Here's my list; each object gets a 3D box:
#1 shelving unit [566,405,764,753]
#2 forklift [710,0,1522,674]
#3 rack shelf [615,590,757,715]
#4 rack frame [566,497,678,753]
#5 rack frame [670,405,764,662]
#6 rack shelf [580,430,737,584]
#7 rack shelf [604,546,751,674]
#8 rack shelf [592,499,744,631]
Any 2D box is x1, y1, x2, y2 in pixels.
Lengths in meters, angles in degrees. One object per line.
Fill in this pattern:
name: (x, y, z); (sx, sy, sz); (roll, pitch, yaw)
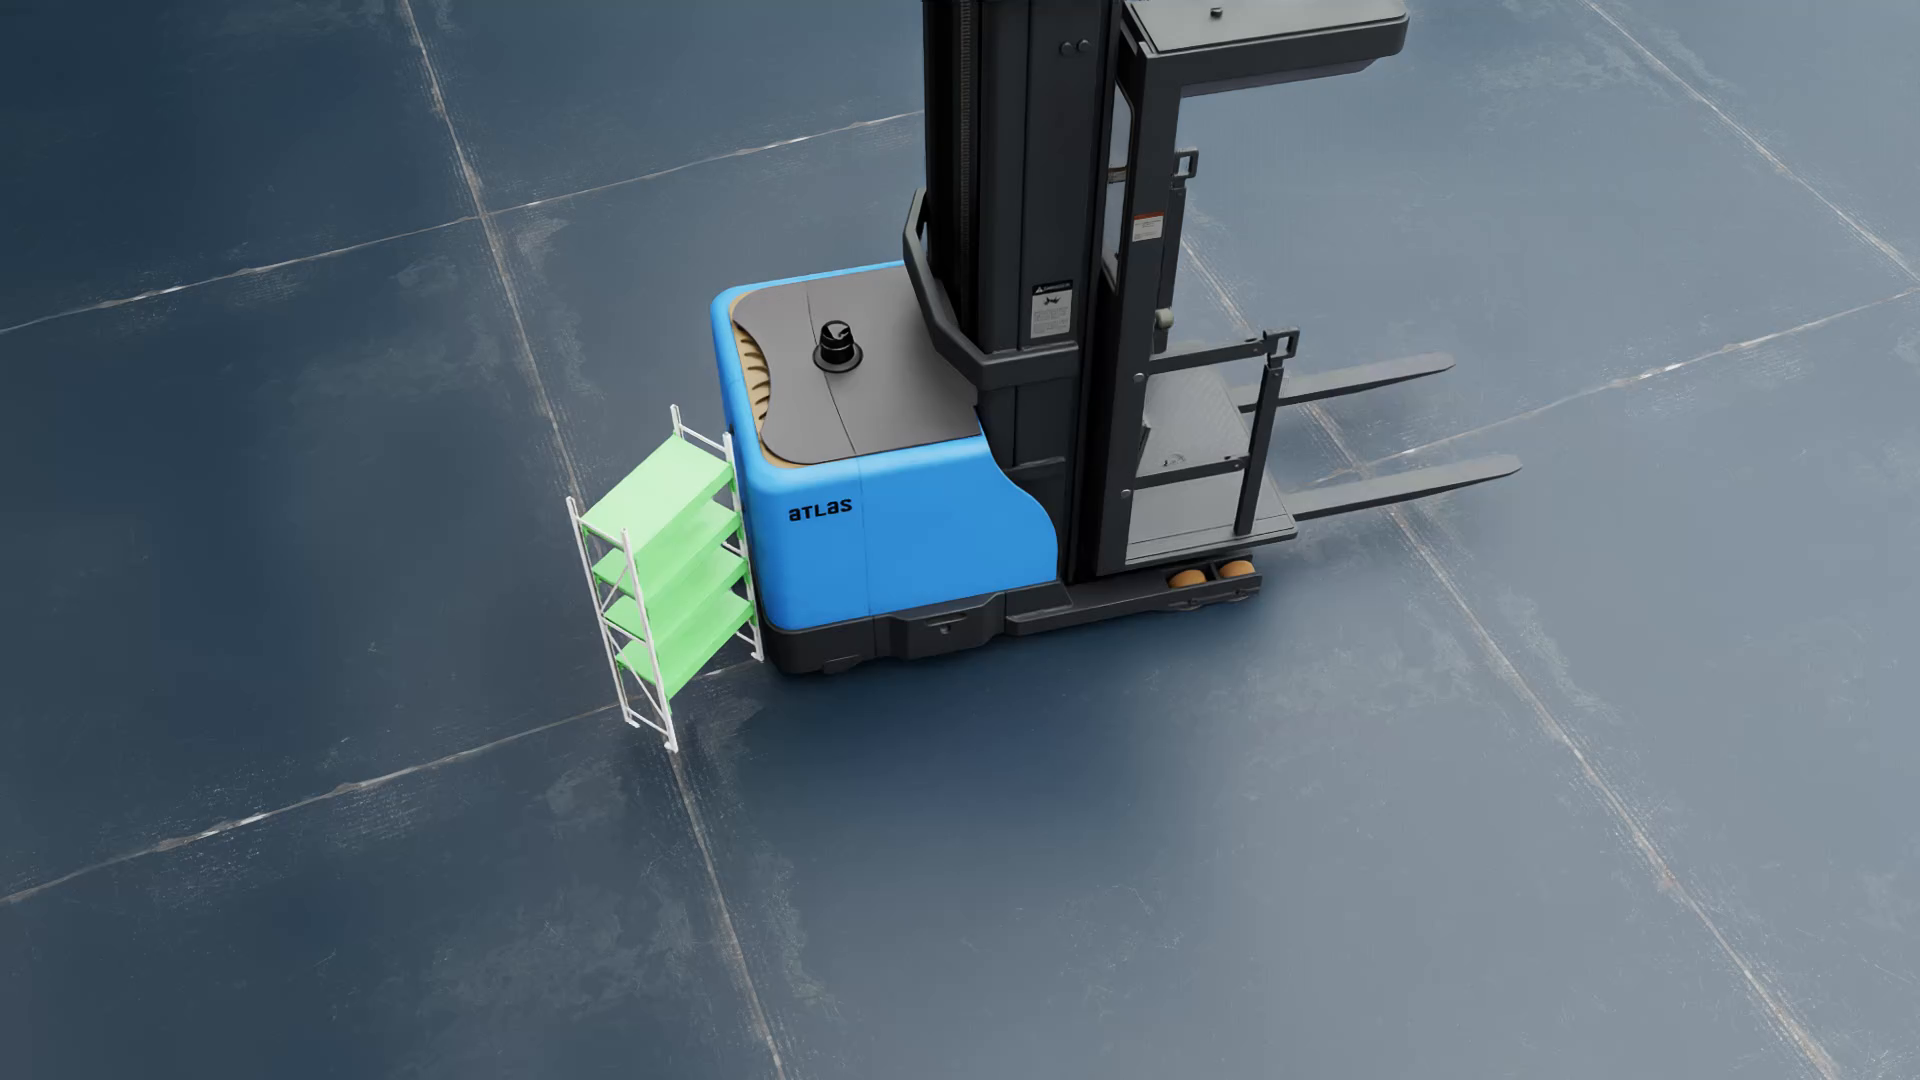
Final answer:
shelving unit: (-0.972, 0.160, 5.662); (0.258, 1.200, 0.503); (27, 55, 22)
forklift: (0.666, -1.065, 5.574); (3.031, 2.935, 1.130); (-11, 50, -9)
rack shelf: (-0.972, 0.358, 5.893); (0.258, 0.148, 0.480); (27, 55, 22)
rack frame: (-1.110, 0.313, 5.531); (0.240, 1.200, 0.015); (27, 55, 22)
rack frame: (-0.834, 0.007, 5.793); (0.240, 1.200, 0.015); (27, 55, 22)
rack shelf: (-0.972, -0.111, 5.347); (0.258, 0.148, 0.480); (27, 55, 22)
rack shelf: (-0.972, 0.202, 5.711); (0.258, 0.148, 0.480); (27, 55, 22)
rack shelf: (-0.972, 0.045, 5.529); (0.258, 0.148, 0.480); (27, 55, 22)
